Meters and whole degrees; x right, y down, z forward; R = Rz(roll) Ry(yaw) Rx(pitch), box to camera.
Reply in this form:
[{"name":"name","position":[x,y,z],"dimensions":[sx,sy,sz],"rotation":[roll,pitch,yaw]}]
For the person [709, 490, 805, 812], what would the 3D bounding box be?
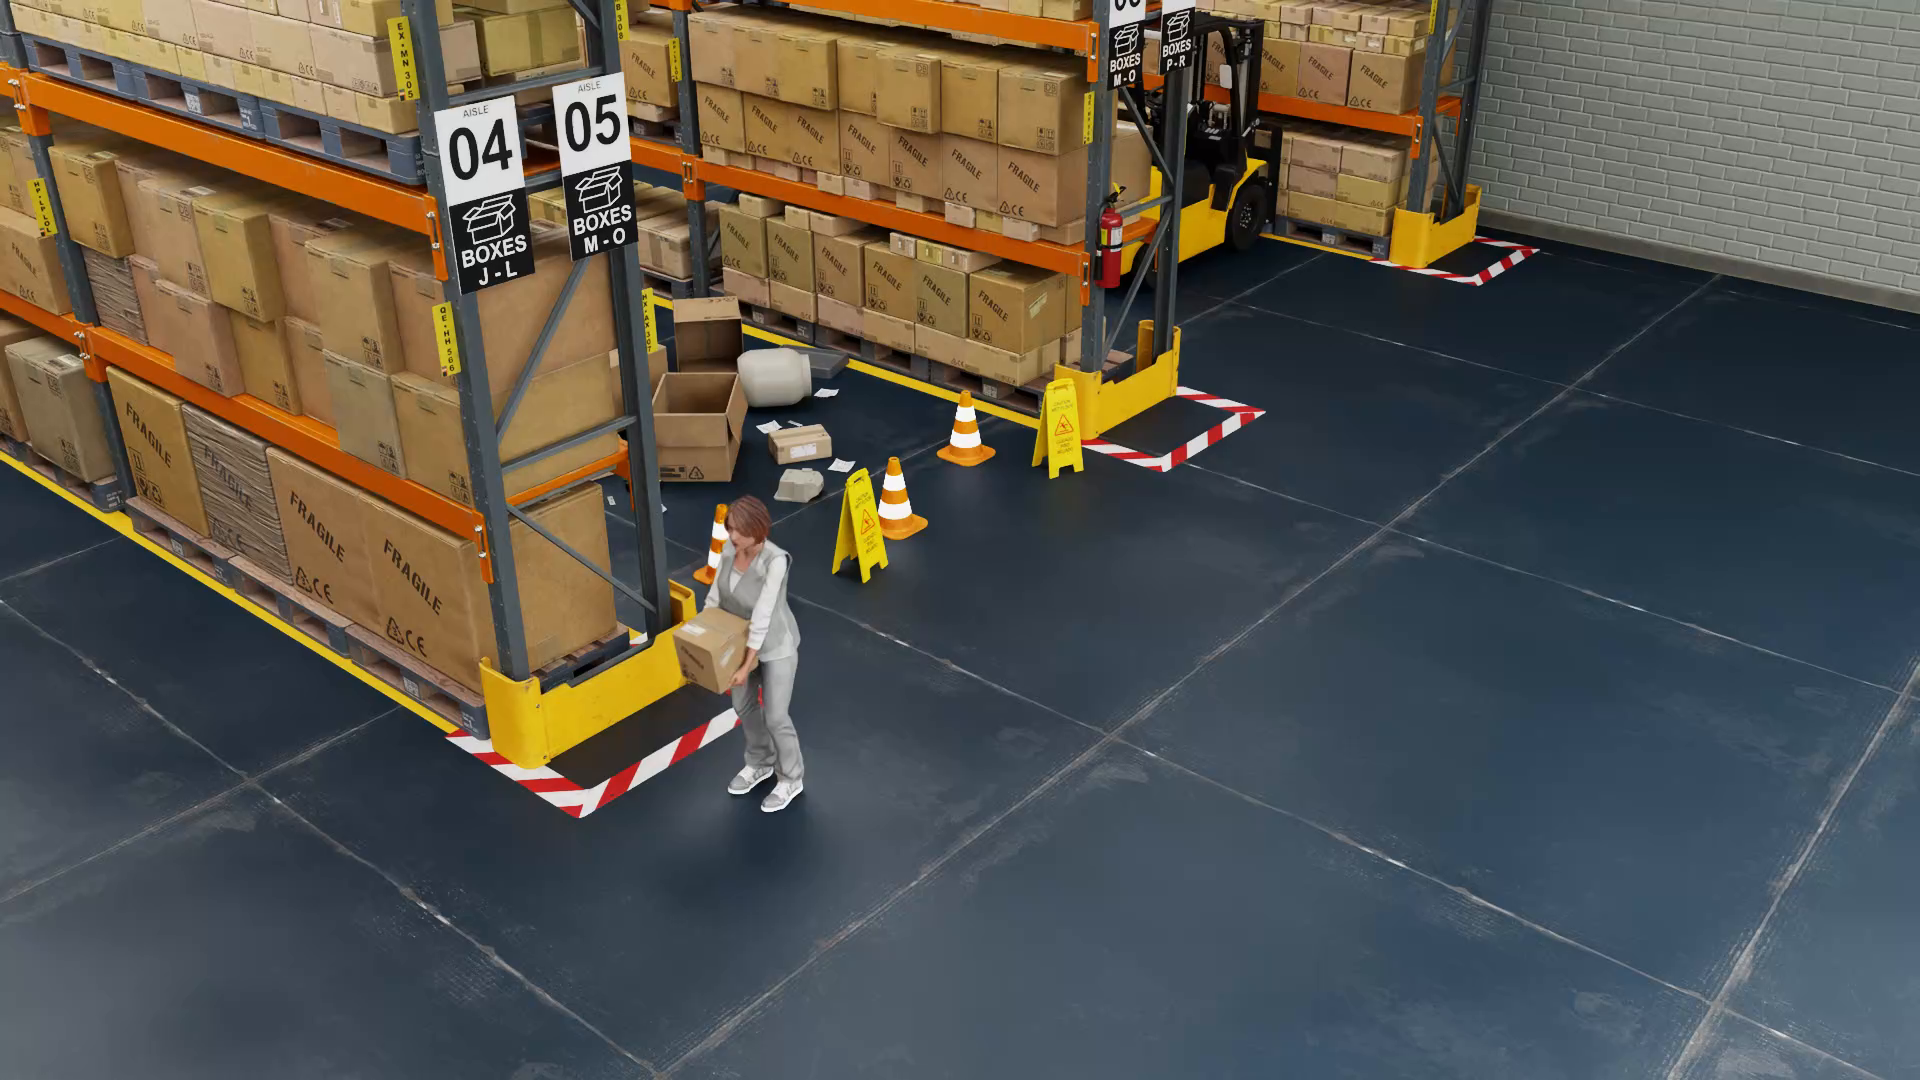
[{"name":"person","position":[-0.967,0.533,7.623],"dimensions":[0.383,1.599,0.494],"rotation":[21,34,34]}]
